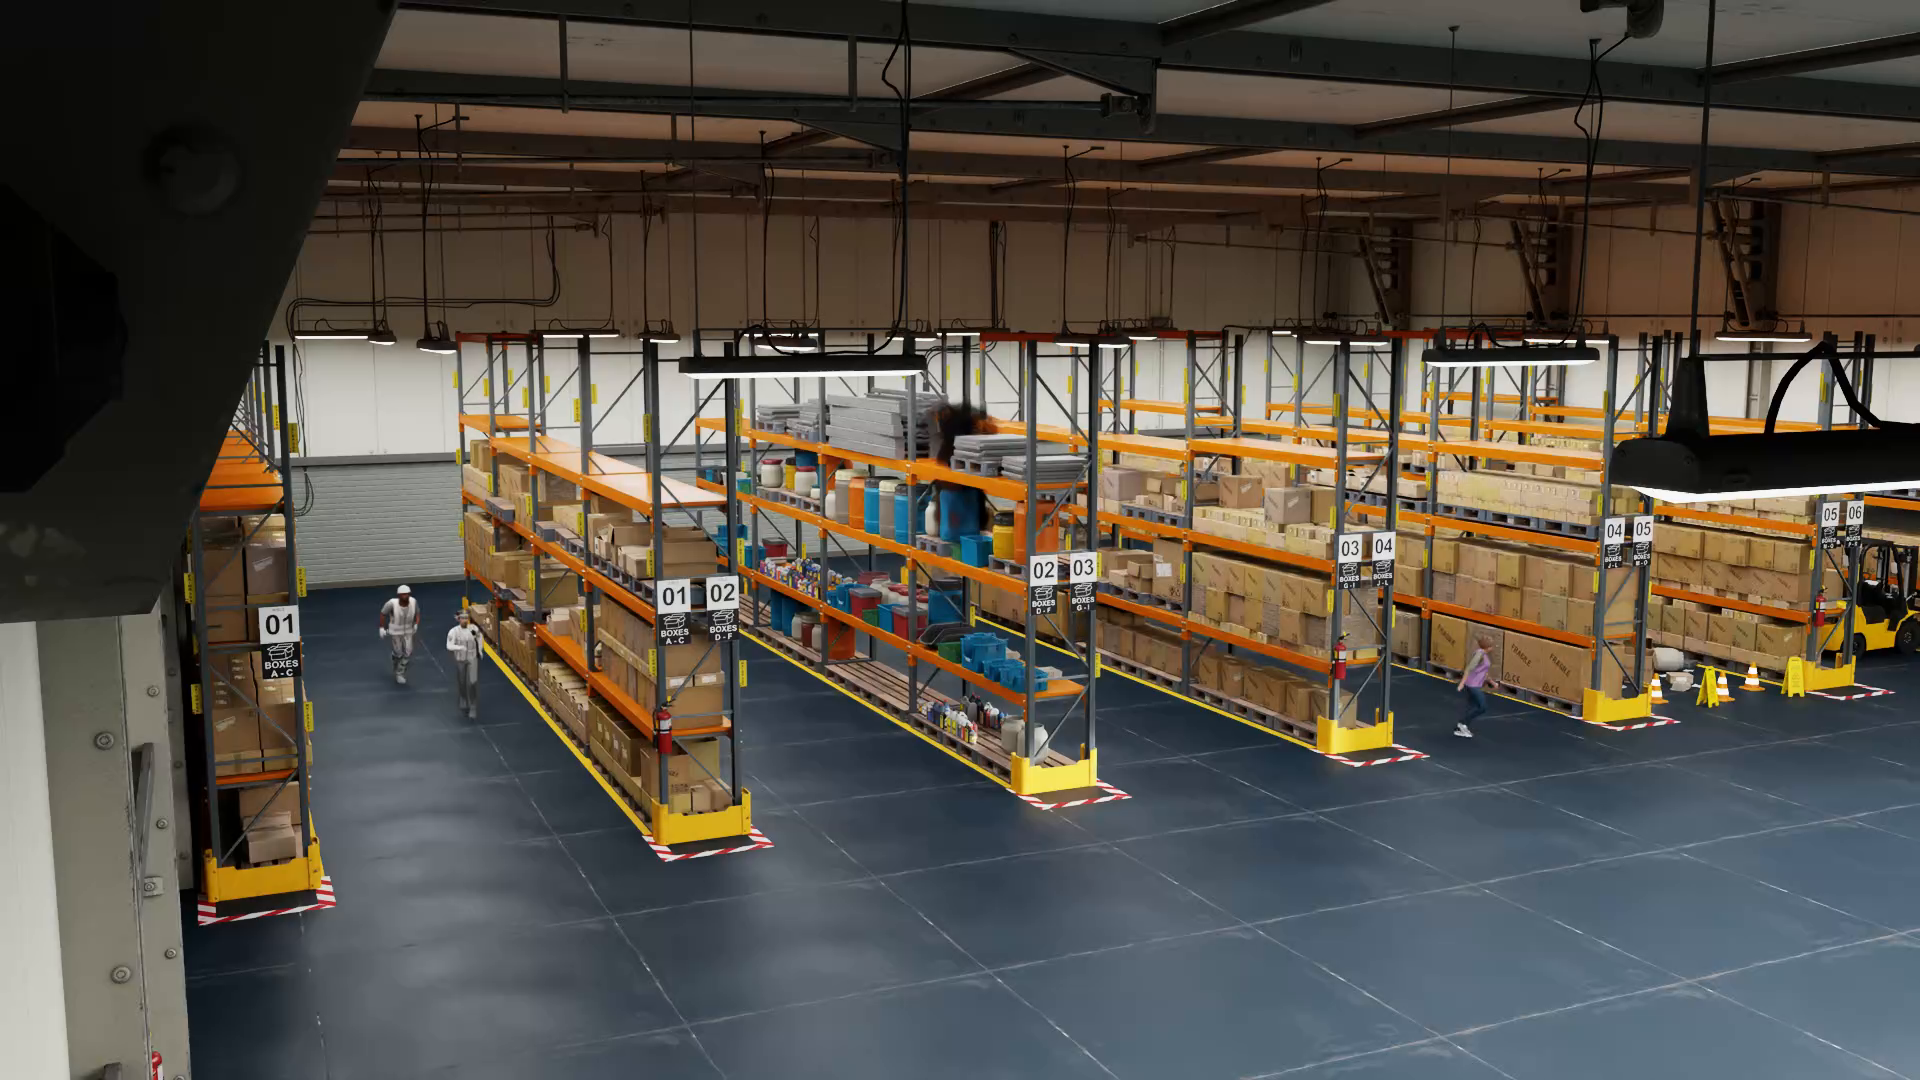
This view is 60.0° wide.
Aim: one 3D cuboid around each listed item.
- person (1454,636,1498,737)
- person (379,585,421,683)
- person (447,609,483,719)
[{"bbox_3d":[7.772,2.212,25.022,0.603,1.533,0.545,3,8,20],"label":"person"},{"bbox_3d":[-9.700,1.608,28.838,0.683,1.709,0.700,-7,10,-41],"label":"person"},{"bbox_3d":[-7.850,1.943,26.410,0.558,1.745,0.817,-3,8,-18],"label":"person"}]
